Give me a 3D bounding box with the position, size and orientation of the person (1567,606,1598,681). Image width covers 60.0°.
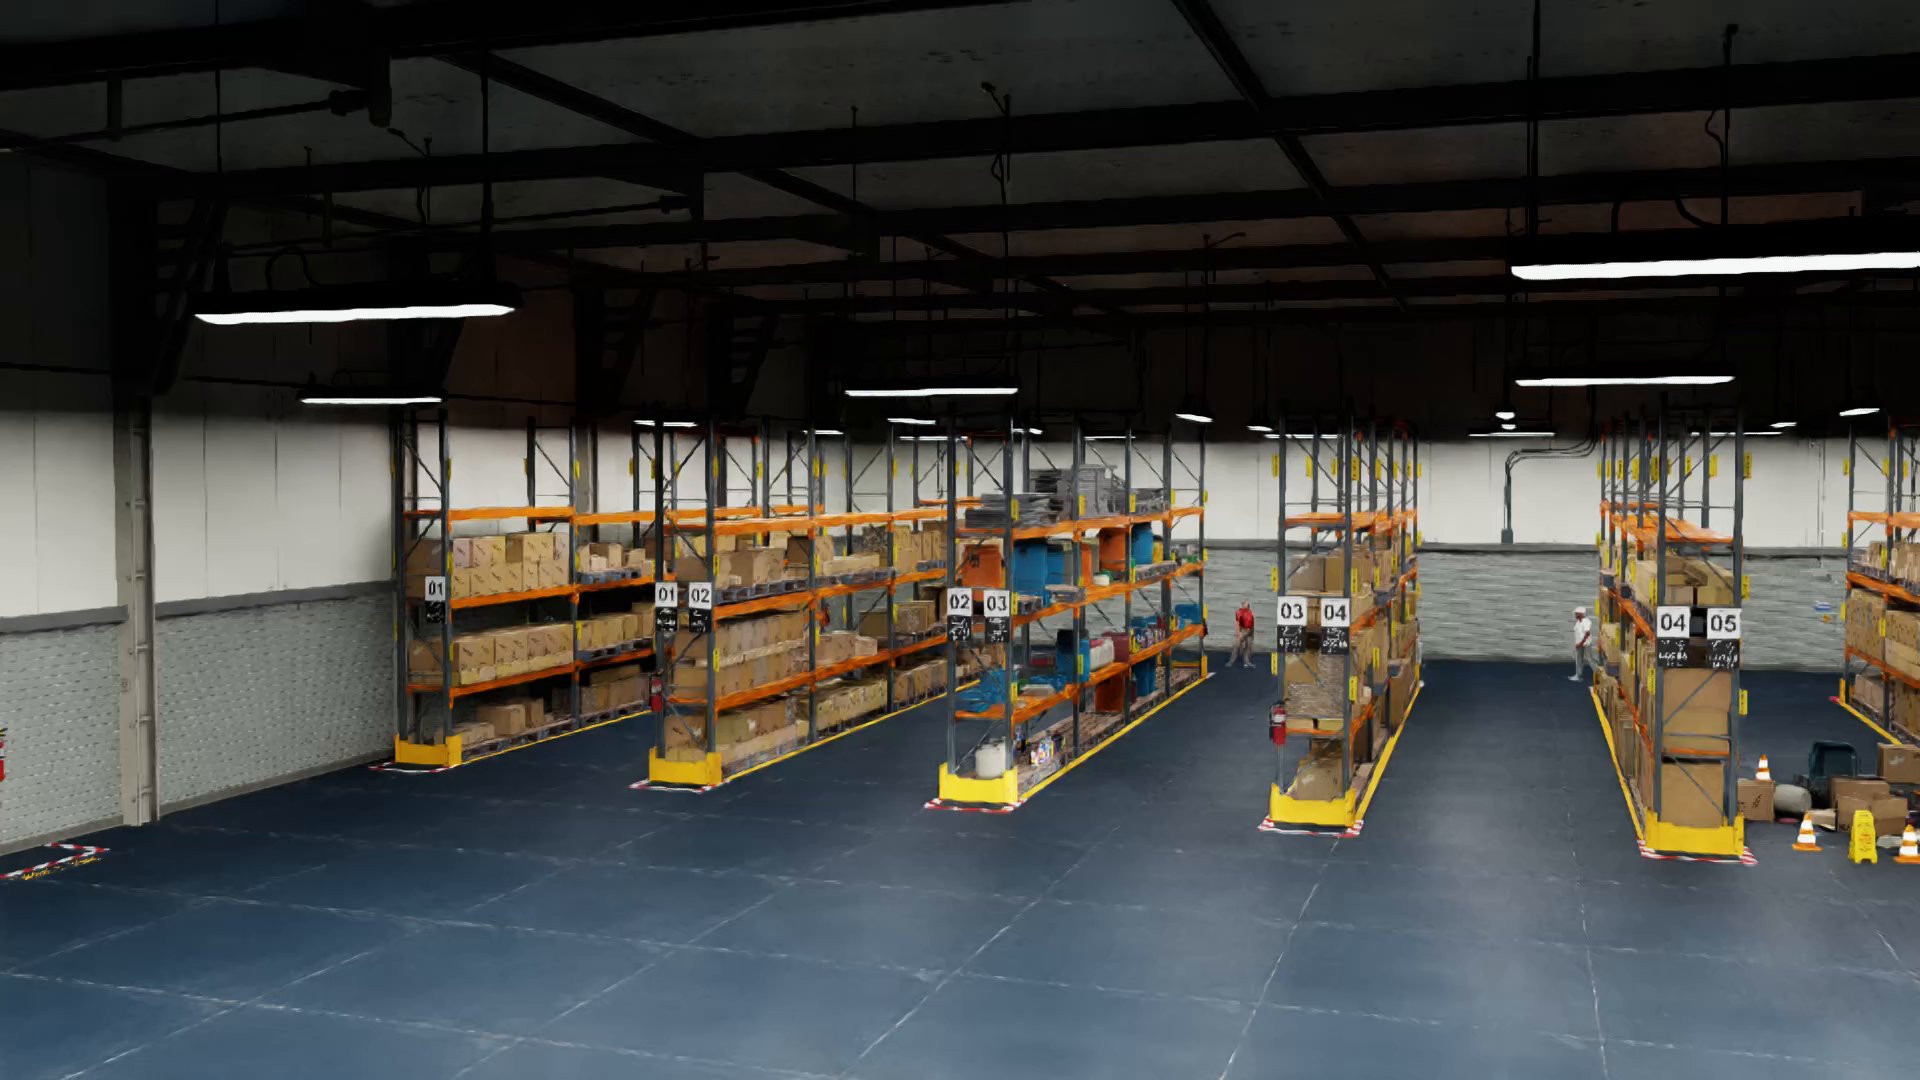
[{"bbox_3d":[14.752,2.417,39.288,0.707,1.701,0.583,0,2,-9],"label":"person"}]

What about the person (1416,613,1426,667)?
[{"bbox_3d":[11.400,2.392,42.117,0.655,1.594,0.823,0,2,1],"label":"person"}]

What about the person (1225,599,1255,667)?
[{"bbox_3d":[7.080,2.345,42.033,0.721,1.724,0.504,-1,3,-28],"label":"person"}]
